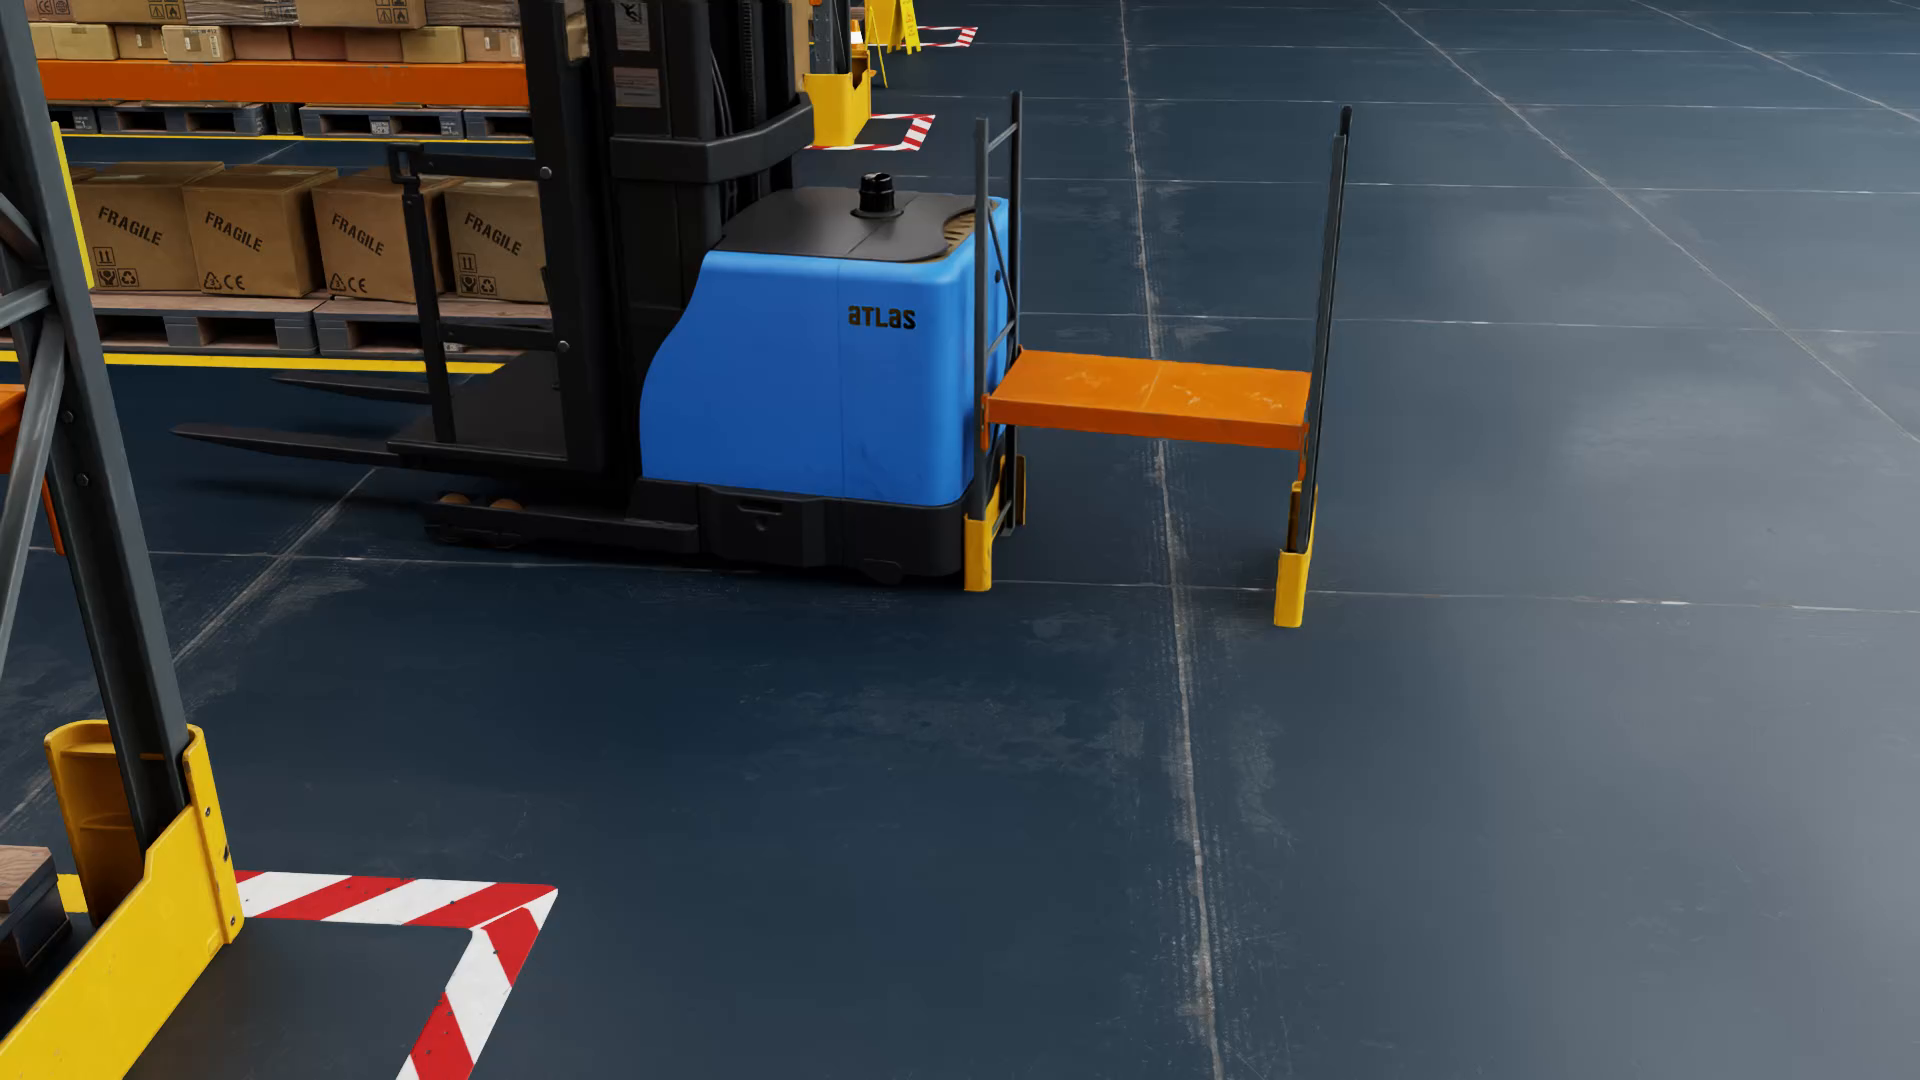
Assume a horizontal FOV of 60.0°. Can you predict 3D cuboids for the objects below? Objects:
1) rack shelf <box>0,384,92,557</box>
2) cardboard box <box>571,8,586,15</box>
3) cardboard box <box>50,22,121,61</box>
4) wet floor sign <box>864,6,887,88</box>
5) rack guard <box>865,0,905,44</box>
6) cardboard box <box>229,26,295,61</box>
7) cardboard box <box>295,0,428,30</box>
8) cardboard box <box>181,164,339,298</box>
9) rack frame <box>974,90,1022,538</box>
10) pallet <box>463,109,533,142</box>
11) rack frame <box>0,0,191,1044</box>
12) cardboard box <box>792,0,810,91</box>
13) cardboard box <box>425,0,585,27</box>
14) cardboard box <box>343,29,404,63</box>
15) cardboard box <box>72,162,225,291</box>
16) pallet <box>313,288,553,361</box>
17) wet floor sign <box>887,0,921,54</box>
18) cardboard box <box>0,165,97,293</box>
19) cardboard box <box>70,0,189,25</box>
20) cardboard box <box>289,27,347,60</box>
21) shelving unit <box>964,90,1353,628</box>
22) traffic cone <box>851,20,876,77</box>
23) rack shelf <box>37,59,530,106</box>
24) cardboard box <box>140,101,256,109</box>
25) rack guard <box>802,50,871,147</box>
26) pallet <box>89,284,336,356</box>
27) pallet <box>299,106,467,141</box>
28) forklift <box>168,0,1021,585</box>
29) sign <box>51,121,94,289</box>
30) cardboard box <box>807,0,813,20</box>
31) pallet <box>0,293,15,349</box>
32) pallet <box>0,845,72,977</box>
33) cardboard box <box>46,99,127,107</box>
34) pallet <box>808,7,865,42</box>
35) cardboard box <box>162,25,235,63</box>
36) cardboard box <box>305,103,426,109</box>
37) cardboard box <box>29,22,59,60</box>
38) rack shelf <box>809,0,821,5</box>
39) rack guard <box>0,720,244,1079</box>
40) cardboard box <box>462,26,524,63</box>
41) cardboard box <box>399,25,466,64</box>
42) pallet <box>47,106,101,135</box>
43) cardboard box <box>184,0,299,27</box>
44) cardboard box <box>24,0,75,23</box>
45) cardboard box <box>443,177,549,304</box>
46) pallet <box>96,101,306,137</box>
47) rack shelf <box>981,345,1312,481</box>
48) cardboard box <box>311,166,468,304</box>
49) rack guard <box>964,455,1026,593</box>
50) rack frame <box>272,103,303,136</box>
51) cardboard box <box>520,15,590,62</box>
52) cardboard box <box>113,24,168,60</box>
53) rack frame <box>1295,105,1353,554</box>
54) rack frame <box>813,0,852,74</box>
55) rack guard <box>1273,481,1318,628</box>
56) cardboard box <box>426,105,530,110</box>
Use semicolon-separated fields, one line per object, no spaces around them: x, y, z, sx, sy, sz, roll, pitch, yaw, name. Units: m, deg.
-3.775;-0.017;3.058;4.000;0.370;1.077;2;25;4;rack shelf
-1.668;-2.338;7.543;0.250;0.149;0.380;2;25;4;cardboard box
-3.702;-2.183;7.206;0.250;0.149;0.380;2;25;4;cardboard box
-0.741;-4.162;14.024;0.232;0.644;0.267;-2;25;-5;wet floor sign
-0.719;-5.341;16.759;0.348;0.500;1.175;2;25;4;rack guard
-2.950;-2.186;7.212;0.250;0.149;0.380;2;25;4;cardboard box
-2.456;-2.519;7.161;0.500;0.500;0.875;2;25;4;cardboard box
-3.245;-1.459;7.820;0.500;0.500;0.500;4;25;9;cardboard box
0.120;-0.633;5.331;0.032;1.500;0.500;6;25;13;rack frame
-2.938;-3.174;12.395;1.213;0.211;1.003;2;25;4;pallet
-1.781;-0.279;2.769;0.127;3.000;1.000;2;25;4;rack frame
-1.603;-3.627;12.084;0.875;0.875;0.875;2;25;4;cardboard box
-1.948;-2.553;7.235;0.500;0.500;0.875;2;25;4;cardboard box
-2.452;-2.162;7.160;0.250;0.149;0.380;2;25;4;cardboard box
-3.798;-1.495;7.899;0.500;0.500;0.500;0;25;-1;cardboard box
-2.285;-1.120;7.932;1.213;0.211;1.003;2;25;4;pallet
-0.536;-4.952;15.741;0.232;0.644;0.267;11;27;22;wet floor sign
-4.423;-1.482;7.871;0.500;0.500;0.500;10;27;21;cardboard box
-3.449;-2.574;7.280;0.500;0.500;0.875;2;25;4;cardboard box
-2.699;-2.187;7.215;0.250;0.149;0.380;2;25;4;cardboard box
0.604;-0.581;5.218;1.083;1.500;0.587;6;25;13;shelving unit
-0.917;-4.324;14.594;0.334;0.463;0.336;2;25;4;traffic cone
-3.396;-2.081;7.544;4.000;0.370;1.077;2;25;4;rack shelf
-5.536;-3.687;12.363;0.750;0.750;1.050;2;25;4;cardboard box
-0.898;-3.271;12.261;0.348;0.500;1.175;2;25;4;rack guard
-3.498;-1.160;8.019;1.213;0.211;1.003;2;25;4;pallet
-4.158;-3.212;12.478;1.213;0.211;1.003;2;25;4;pallet
-1.351;-1.507;5.518;3.031;2.935;1.130;6;25;13;forklift
-1.735;-0.634;3.209;0.005;0.325;0.100;2;25;4;sign
-1.494;-5.330;16.532;0.500;0.250;0.500;2;25;4;cardboard box
-4.718;-1.198;8.101;1.213;0.211;1.003;2;25;4;pallet
-2.670;0.976;3.376;1.213;0.211;1.003;2;25;4;pallet
-6.497;-3.719;12.433;0.750;0.750;1.050;2;25;4;cardboard box
-1.526;-5.250;16.908;1.213;0.211;1.003;2;25;4;pallet
-3.206;-2.157;7.149;0.250;0.149;0.380;2;25;4;cardboard box
-4.288;-3.712;12.268;0.875;0.875;0.875;2;25;5;cardboard box
-3.951;-2.196;7.234;0.250;0.149;0.380;2;25;4;cardboard box
-2.916;-4.145;12.030;4.000;0.370;1.077;2;25;4;rack shelf
-1.861;0.873;3.254;0.348;0.500;1.175;2;25;4;rack guard
-1.951;-2.161;7.158;0.250;0.149;0.380;2;25;4;cardboard box
-2.204;-2.147;7.129;0.250;0.149;0.380;2;25;4;cardboard box
-6.905;-3.300;12.669;1.213;0.211;1.003;2;25;4;pallet
-2.951;-2.553;7.235;0.500;0.500;0.875;2;25;4;cardboard box
-3.944;-2.607;7.353;0.500;0.500;0.875;2;25;4;cardboard box
-2.023;-1.426;7.748;0.500;0.500;0.500;6;25;14;cardboard box
-5.685;-3.262;12.587;1.213;0.211;1.003;2;25;4;pallet
0.612;-0.417;5.292;1.000;0.185;0.538;6;25;13;rack shelf
-2.622;-1.431;7.759;0.500;0.500;0.500;8;26;18;cardboard box
0.121;-0.065;5.592;0.087;0.250;0.587;6;25;13;rack guard
-4.910;-4.536;12.019;0.127;3.000;1.000;2;25;4;rack frame
-1.702;-2.153;7.140;0.250;0.149;0.380;2;25;4;cardboard box
-3.450;-2.194;7.230;0.250;0.149;0.380;2;25;4;cardboard box
1.105;-0.527;5.102;0.032;1.500;0.500;6;25;13;rack frame
-0.922;-4.408;11.741;0.127;3.000;1.000;2;25;4;rack frame
1.086;0.038;5.368;0.087;0.250;0.587;6;25;13;rack guard
-3.389;-3.685;12.209;0.875;0.875;0.875;2;25;4;cardboard box
